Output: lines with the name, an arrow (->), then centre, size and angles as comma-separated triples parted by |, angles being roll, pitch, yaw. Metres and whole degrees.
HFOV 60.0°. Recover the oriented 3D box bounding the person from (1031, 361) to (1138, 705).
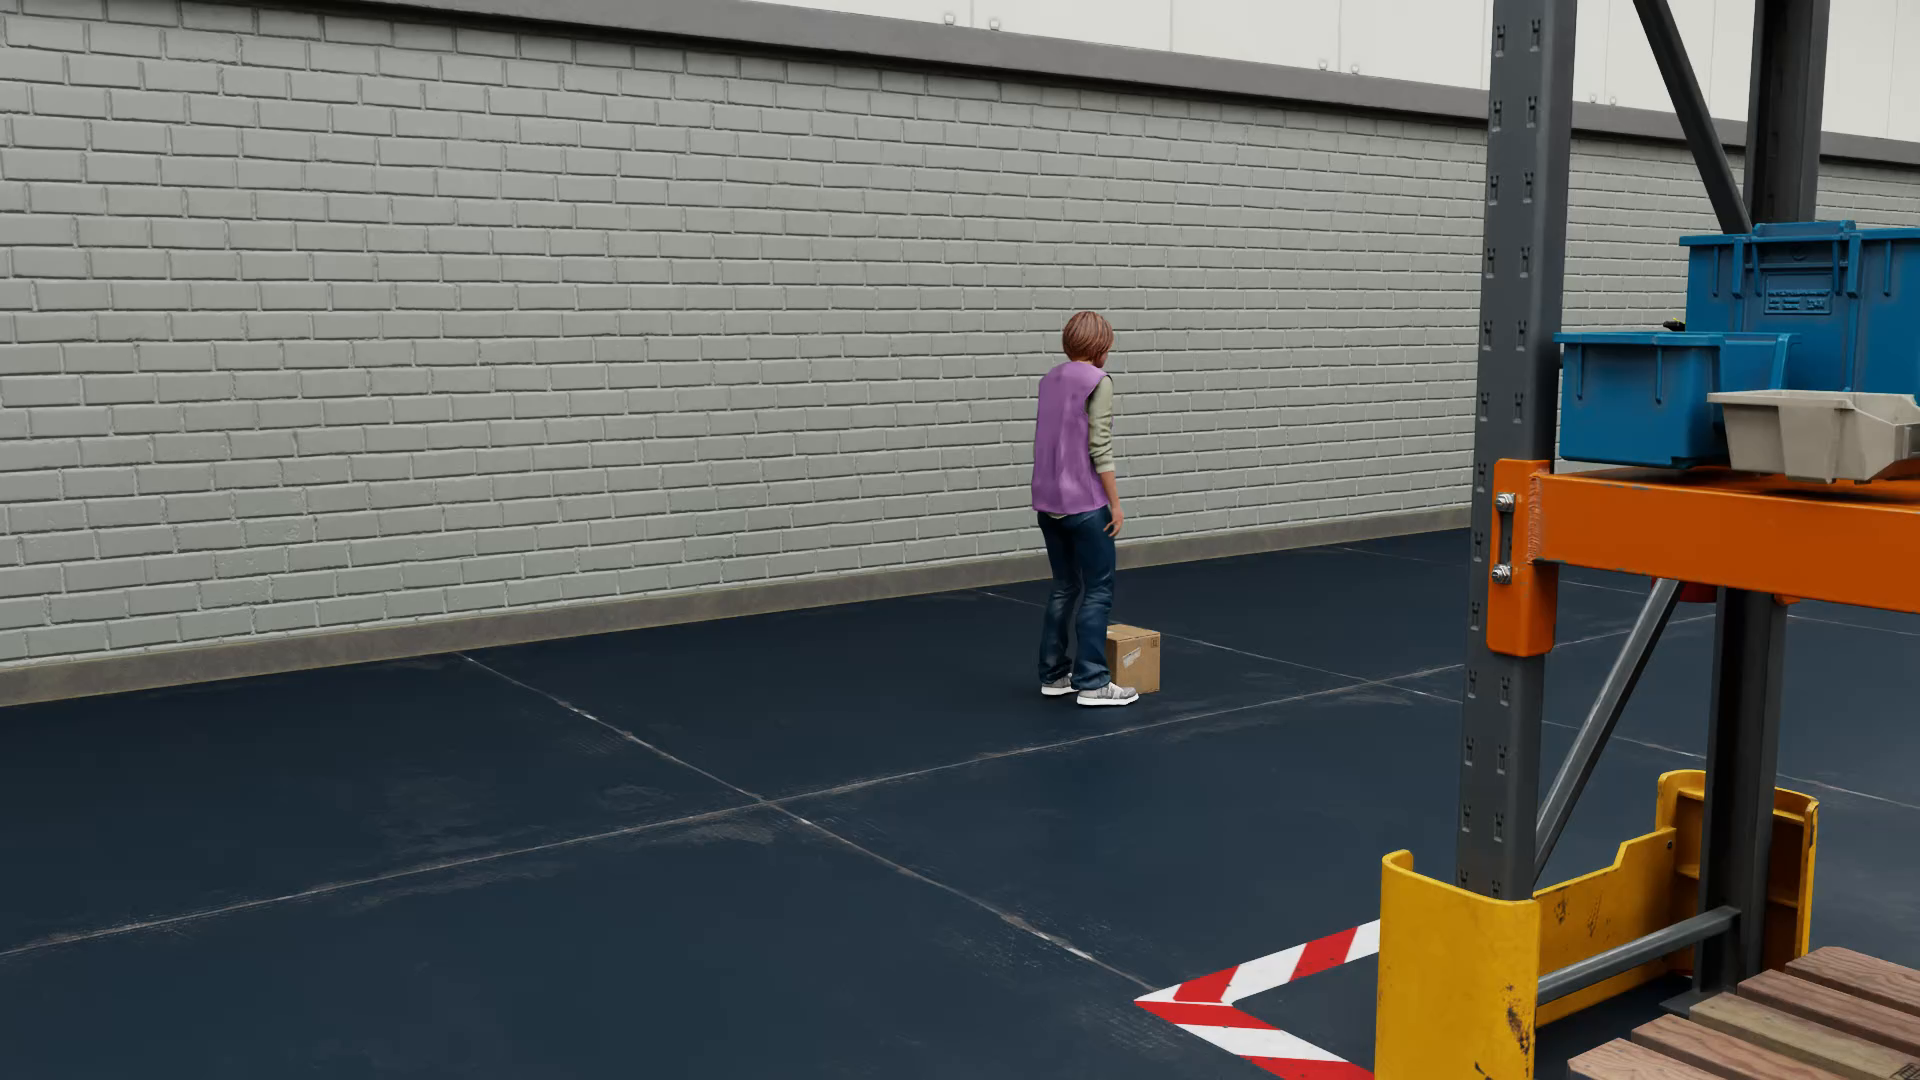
person -> 0.477, -0.032, 6.802 | 0.341, 1.392, 0.460 | -6, 10, -37
